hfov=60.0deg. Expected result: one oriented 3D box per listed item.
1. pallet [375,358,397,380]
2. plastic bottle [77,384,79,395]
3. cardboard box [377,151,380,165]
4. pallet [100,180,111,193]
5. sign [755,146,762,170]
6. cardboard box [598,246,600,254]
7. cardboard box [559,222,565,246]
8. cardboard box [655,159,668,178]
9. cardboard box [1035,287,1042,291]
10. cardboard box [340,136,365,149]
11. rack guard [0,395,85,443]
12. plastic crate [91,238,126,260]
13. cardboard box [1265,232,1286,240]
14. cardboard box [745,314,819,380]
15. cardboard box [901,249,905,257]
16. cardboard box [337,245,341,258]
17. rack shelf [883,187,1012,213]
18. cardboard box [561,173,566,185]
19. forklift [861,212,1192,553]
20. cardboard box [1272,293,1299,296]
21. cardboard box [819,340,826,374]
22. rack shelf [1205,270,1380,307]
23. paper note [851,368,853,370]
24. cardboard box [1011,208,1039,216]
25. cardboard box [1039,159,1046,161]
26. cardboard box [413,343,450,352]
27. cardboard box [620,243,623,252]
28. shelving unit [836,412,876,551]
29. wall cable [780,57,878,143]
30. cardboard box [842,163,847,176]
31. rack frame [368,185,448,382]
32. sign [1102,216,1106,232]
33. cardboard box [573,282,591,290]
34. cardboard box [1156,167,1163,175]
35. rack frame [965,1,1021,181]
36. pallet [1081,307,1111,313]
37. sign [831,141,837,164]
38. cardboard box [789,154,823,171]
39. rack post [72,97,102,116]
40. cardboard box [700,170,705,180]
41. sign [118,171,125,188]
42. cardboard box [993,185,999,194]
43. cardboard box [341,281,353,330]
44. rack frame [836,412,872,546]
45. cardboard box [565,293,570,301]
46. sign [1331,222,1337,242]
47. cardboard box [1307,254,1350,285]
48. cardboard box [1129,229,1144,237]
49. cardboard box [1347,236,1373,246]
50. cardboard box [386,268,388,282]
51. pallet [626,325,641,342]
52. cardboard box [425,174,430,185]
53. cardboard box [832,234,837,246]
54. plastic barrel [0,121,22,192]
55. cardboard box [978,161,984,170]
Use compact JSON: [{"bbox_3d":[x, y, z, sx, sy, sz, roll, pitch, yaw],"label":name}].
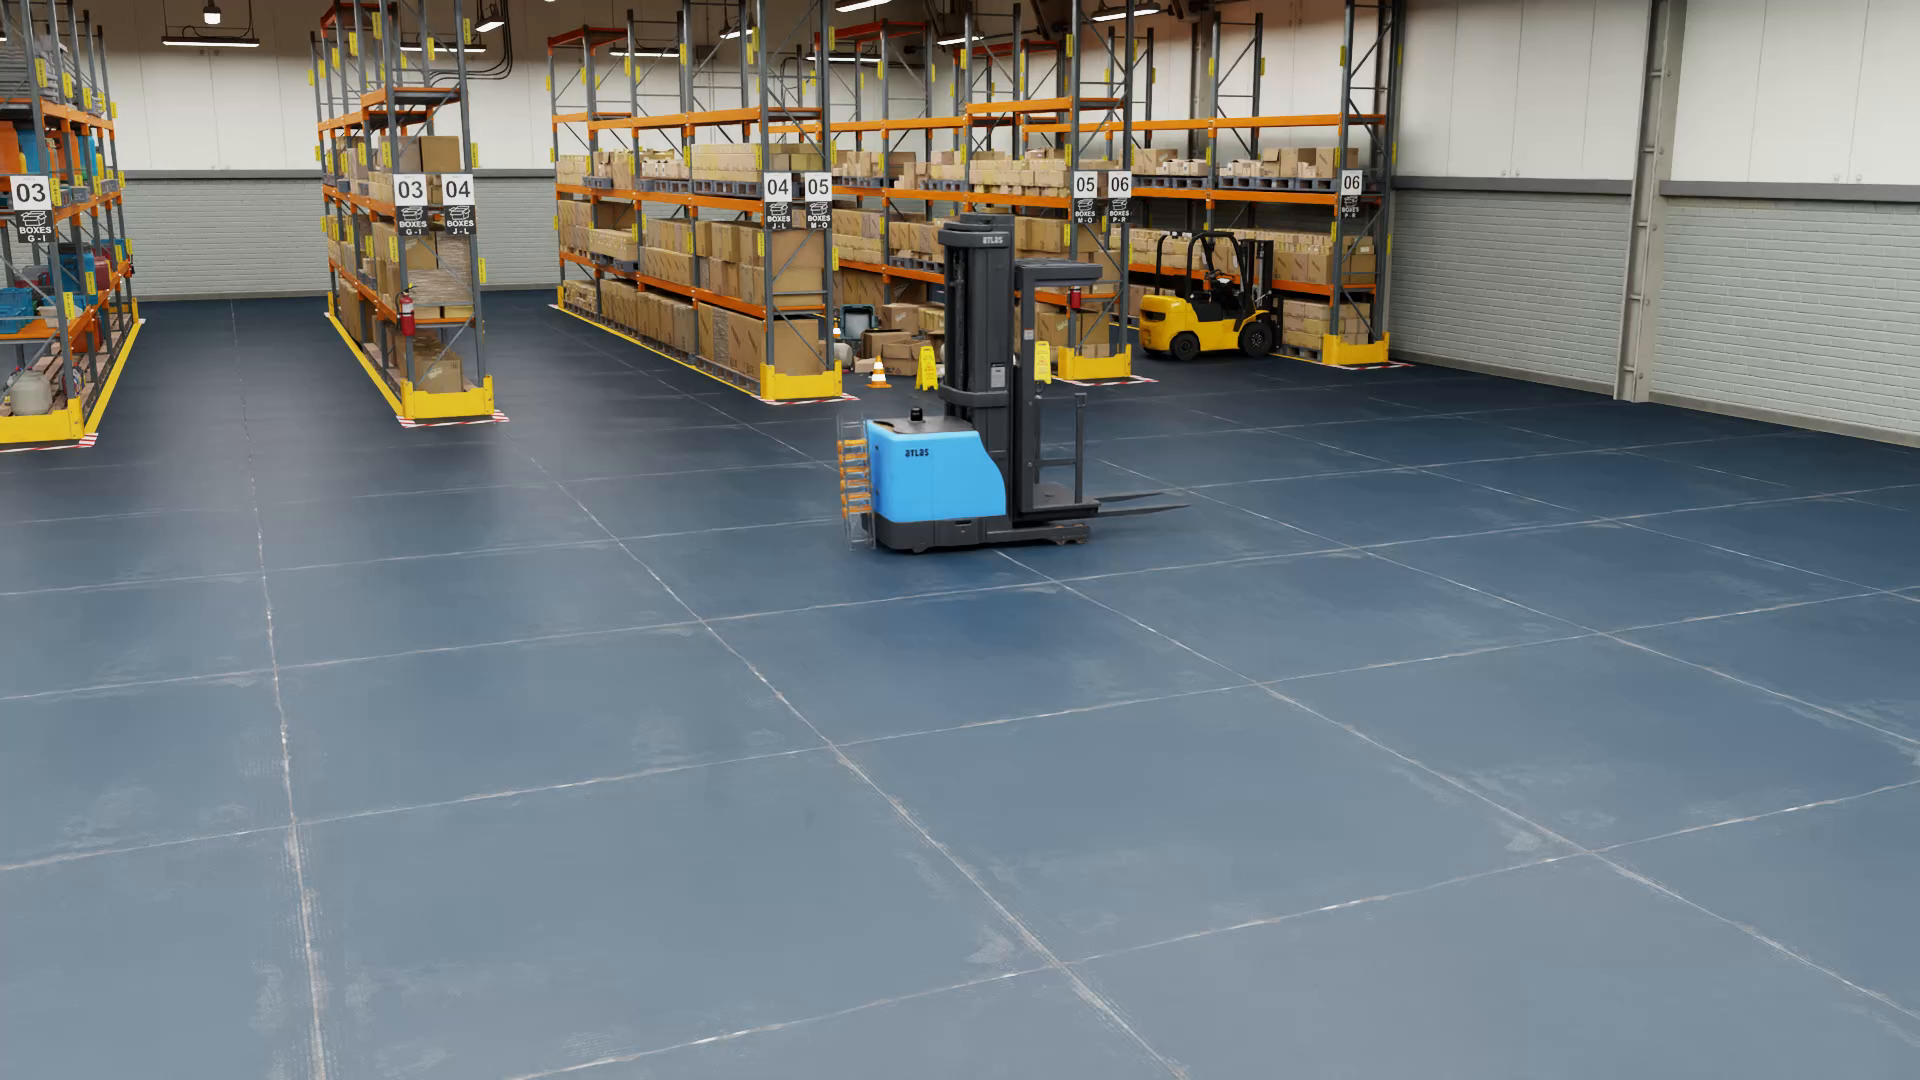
[{"bbox_3d":[-8.826,-2.772,26.757,1.003,0.211,1.213,-6,14,-23],"label":"pallet"},{"bbox_3d":[-12.106,-2.061,22.734,0.097,0.201,0.097,0,13,0],"label":"plastic bottle"},{"bbox_3d":[-8.610,-5.792,25.809,0.797,0.503,0.637,-6,14,-26],"label":"cardboard box"},{"bbox_3d":[-15.395,-6.157,28.967,1.003,0.211,1.213,-6,14,-23],"label":"pallet"},{"bbox_3d":[-2.828,-5.378,23.394,0.100,0.325,0.005,-6,14,-23],"label":"sign"},{"bbox_3d":[-7.083,-5.848,33.490,0.380,0.149,0.250,-5,14,-22],"label":"cardboard box"},{"bbox_3d":[-8.808,-6.952,37.752,0.500,0.500,0.500,-5,14,-20],"label":"cardboard box"},{"bbox_3d":[-5.035,-6.515,29.140,0.500,0.311,0.500,-6,14,-24],"label":"cardboard box"},{"bbox_3d":[1.407,-4.121,26.962,0.380,0.149,0.250,-5,14,-22],"label":"cardboard box"},{"bbox_3d":[-12.088,-7.946,33.239,0.500,0.250,0.500,-7,15,-27],"label":"cardboard box"},{"bbox_3d":[-11.522,-1.489,20.576,1.175,0.500,0.348,-6,14,-23],"label":"rack guard"},{"bbox_3d":[-17.552,-5.995,34.290,0.616,0.435,0.499,-6,14,-23],"label":"plastic crate"},{"bbox_3d":[5.675,-5.422,29.703,0.380,0.149,0.250,-6,14,-23],"label":"cardboard box"},{"bbox_3d":[-2.657,-2.874,24.795,0.875,0.875,0.875,-6,14,-23],"label":"cardboard box"},{"bbox_3d":[-0.925,-5.567,32.277,0.380,0.149,0.250,-7,15,-27],"label":"cardboard box"},{"bbox_3d":[-12.134,-5.762,33.164,0.500,0.250,0.500,-6,14,-24],"label":"cardboard box"},{"bbox_3d":[-0.233,-6.389,31.144,1.077,0.370,4.000,-6,14,-23],"label":"rack shelf"},{"bbox_3d":[-8.582,-8.039,37.012,0.500,0.250,0.500,-5,14,-21],"label":"cardboard box"},{"bbox_3d":[0.657,-1.497,15.219,3.031,2.935,1.130,-5,14,-20],"label":"forklift"},{"bbox_3d":[5.896,-4.372,30.439,0.500,0.250,0.500,-6,14,-23],"label":"cardboard box"},{"bbox_3d":[-2.365,-2.952,26.890,0.500,0.500,0.500,-3,13,-13],"label":"cardboard box"},{"bbox_3d":[5.915,-4.550,29.852,1.077,0.370,4.000,-6,14,-23],"label":"rack shelf"},{"bbox_3d":[-1.707,-2.831,27.431,0.172,0.023,0.155,-1,13,-4],"label":"paper note"},{"bbox_3d":[1.557,-7.735,40.029,0.500,0.500,0.500,-6,14,-25],"label":"cardboard box"},{"bbox_3d":[1.990,-8.447,37.185,0.380,0.149,0.250,-6,14,-24],"label":"cardboard box"},{"bbox_3d":[-7.832,-2.631,24.578,0.500,0.500,0.500,-7,15,-28],"label":"cardboard box"},{"bbox_3d":[-6.253,-5.566,31.613,0.380,0.149,0.250,-5,14,-21],"label":"cardboard box"},{"bbox_3d":[-0.925,-0.521,14.807,0.258,1.200,0.189,-7,14,-14],"label":"shelving unit"},{"bbox_3d":[-3.518,-11.746,45.959,2.988,3.039,0.133,-6,14,-23],"label":"wall cable"},{"bbox_3d":[-2.226,-7.709,34.619,0.396,0.266,0.258,-4,14,-18],"label":"cardboard box"},{"bbox_3d":[-8.513,-3.969,25.748,1.000,3.000,0.127,-6,14,-23],"label":"rack frame"},{"bbox_3d":[3.018,-6.614,34.785,0.100,0.325,0.005,-6,14,-23],"label":"sign"},{"bbox_3d":[-8.456,-5.689,37.249,0.380,0.149,0.250,-6,14,-26],"label":"cardboard box"},{"bbox_3d":[4.087,-7.265,32.739,0.380,0.149,0.250,-6,14,-24],"label":"cardboard box"},{"bbox_3d":[0.568,-7.787,28.939,1.000,3.000,0.127,-6,14,-23],"label":"rack frame"},{"bbox_3d":[3.247,-4.939,36.122,1.003,0.211,1.213,-6,14,-23],"label":"pallet"},{"bbox_3d":[-1.814,-5.545,23.788,0.100,0.325,0.005,-6,14,-23],"label":"sign"},{"bbox_3d":[-2.283,-5.479,24.140,0.500,0.250,0.500,-6,14,-23],"label":"cardboard box"},{"bbox_3d":[-15.328,-7.447,28.579,0.937,0.300,0.954,-4,14,-17],"label":"rack post"},{"bbox_3d":[-3.889,-5.778,26.314,0.380,0.149,0.250,-6,14,-23],"label":"cardboard box"},{"bbox_3d":[-17.360,-7.465,34.430,0.100,0.325,0.005,-6,14,-23],"label":"sign"},{"bbox_3d":[0.786,-5.961,28.259,0.380,0.149,0.250,-5,14,-21],"label":"cardboard box"},{"bbox_3d":[-11.084,-4.477,31.721,1.225,0.875,0.875,-6,14,-25],"label":"cardboard box"},{"bbox_3d":[-0.949,-0.540,14.893,0.240,1.200,0.006,-7,14,-14],"label":"rack frame"},{"bbox_3d":[-8.818,-5.554,37.987,0.380,0.149,0.250,-5,14,-22],"label":"cardboard box"},{"bbox_3d":[6.214,-5.120,27.629,0.100,0.325,0.005,-6,14,-23],"label":"sign"},{"bbox_3d":[6.279,-4.614,28.311,0.500,0.500,0.500,-6,14,-24],"label":"cardboard box"},{"bbox_3d":[3.604,-6.306,34.186,0.380,0.149,0.250,-5,14,-21],"label":"cardboard box"},{"bbox_3d":[6.778,-5.085,28.251,0.380,0.149,0.250,-6,14,-24],"label":"cardboard box"},{"bbox_3d":[-7.928,-3.864,24.410,0.875,0.500,0.500,-6,14,-23],"label":"cardboard box"},{"bbox_3d":[-5.841,-4.026,32.177,1.003,0.211,1.213,-6,14,-23],"label":"pallet"},{"bbox_3d":[-7.304,-4.819,22.215,0.380,0.149,0.250,-6,14,-25],"label":"cardboard box"},{"bbox_3d":[-2.484,-6.466,35.760,0.500,0.250,0.500,-5,14,-22],"label":"cardboard box"},{"bbox_3d":[-11.760,-4.660,20.195,0.600,0.830,0.708,-6,14,-23],"label":"plastic barrel"},{"bbox_3d":[0.526,-6.446,28.586,0.380,0.149,0.250,-5,14,-21],"label":"cardboard box"}]
